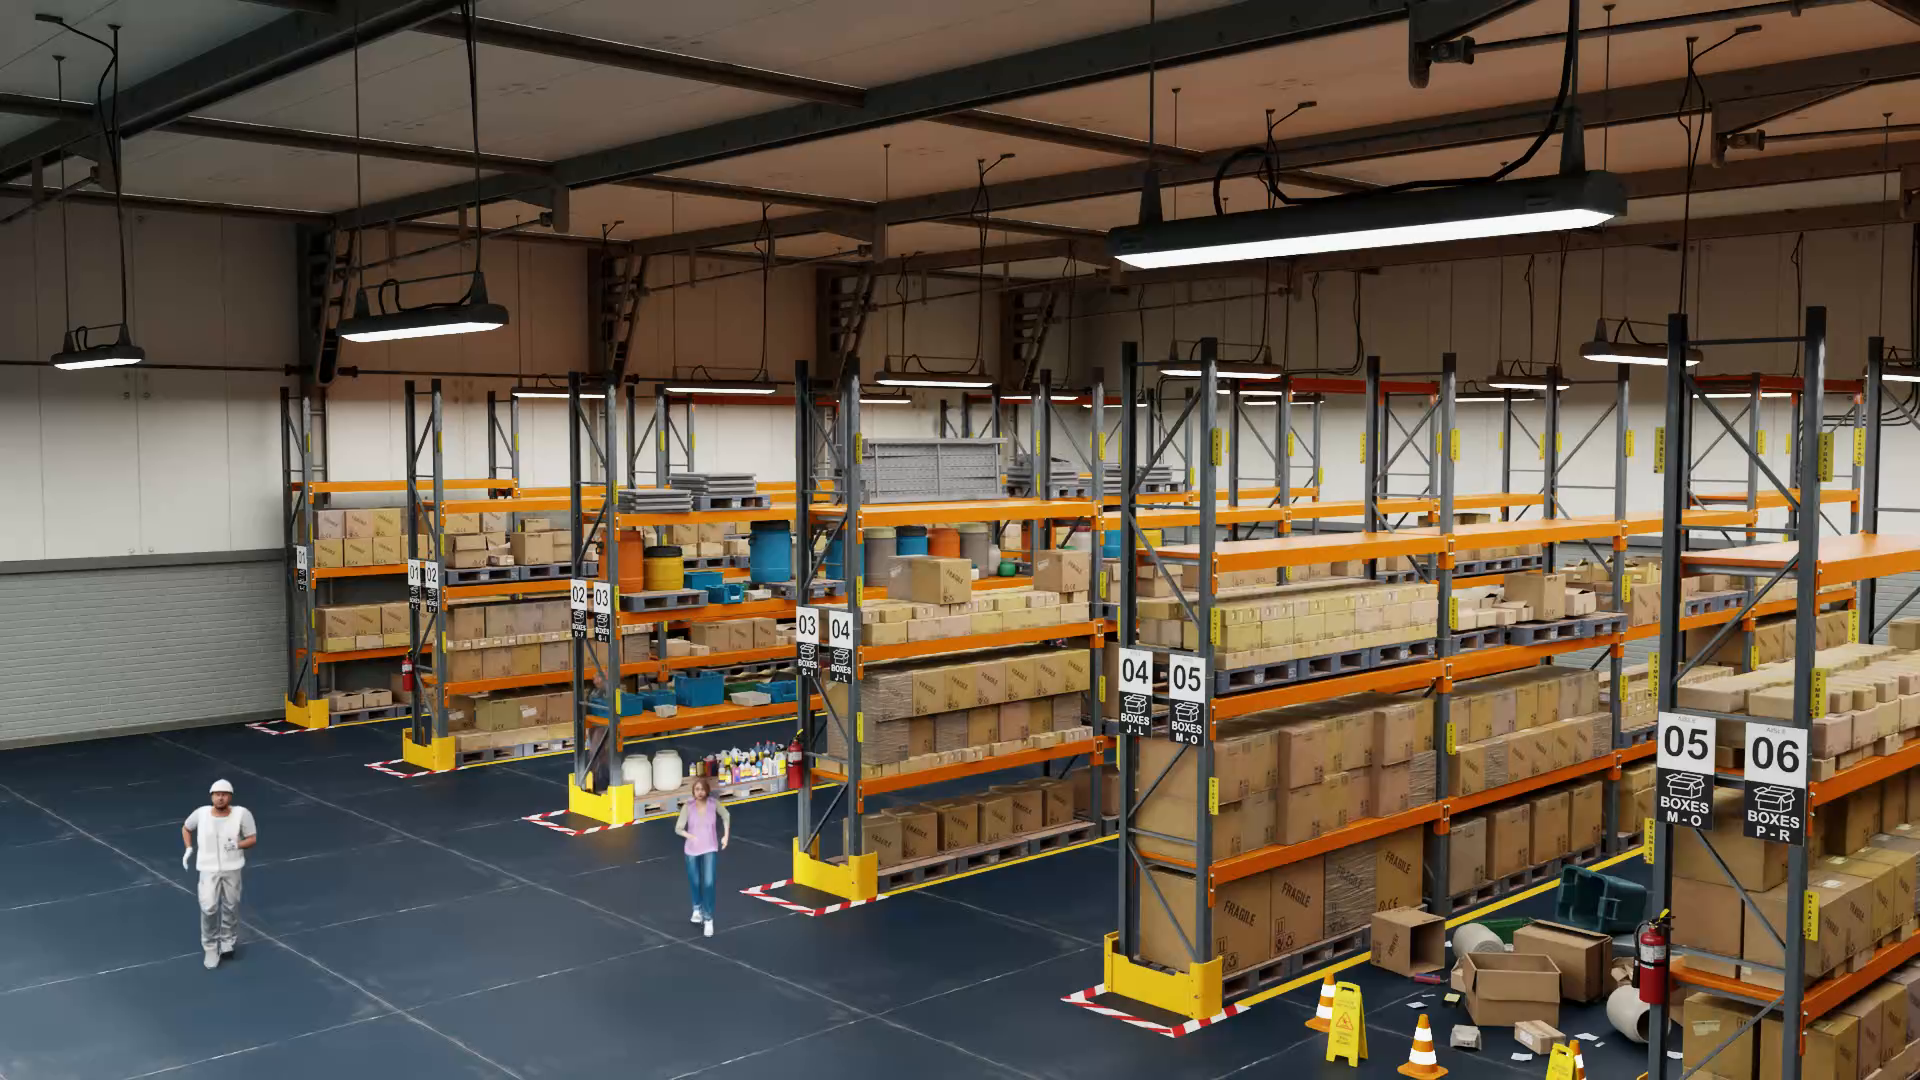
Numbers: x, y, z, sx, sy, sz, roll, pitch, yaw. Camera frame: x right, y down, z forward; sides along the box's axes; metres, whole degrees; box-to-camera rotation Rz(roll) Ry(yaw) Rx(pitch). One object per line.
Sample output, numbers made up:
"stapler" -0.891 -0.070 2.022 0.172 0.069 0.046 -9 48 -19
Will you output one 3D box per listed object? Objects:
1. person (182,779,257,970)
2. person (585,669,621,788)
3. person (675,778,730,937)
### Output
"person" -7.199 3.239 16.197 0.669 1.815 0.695 -2 4 -24
"person" -5.229 2.743 24.103 0.652 1.749 0.844 3 5 42
"person" -2.666 3.276 17.242 0.558 1.653 0.711 0 4 -6
